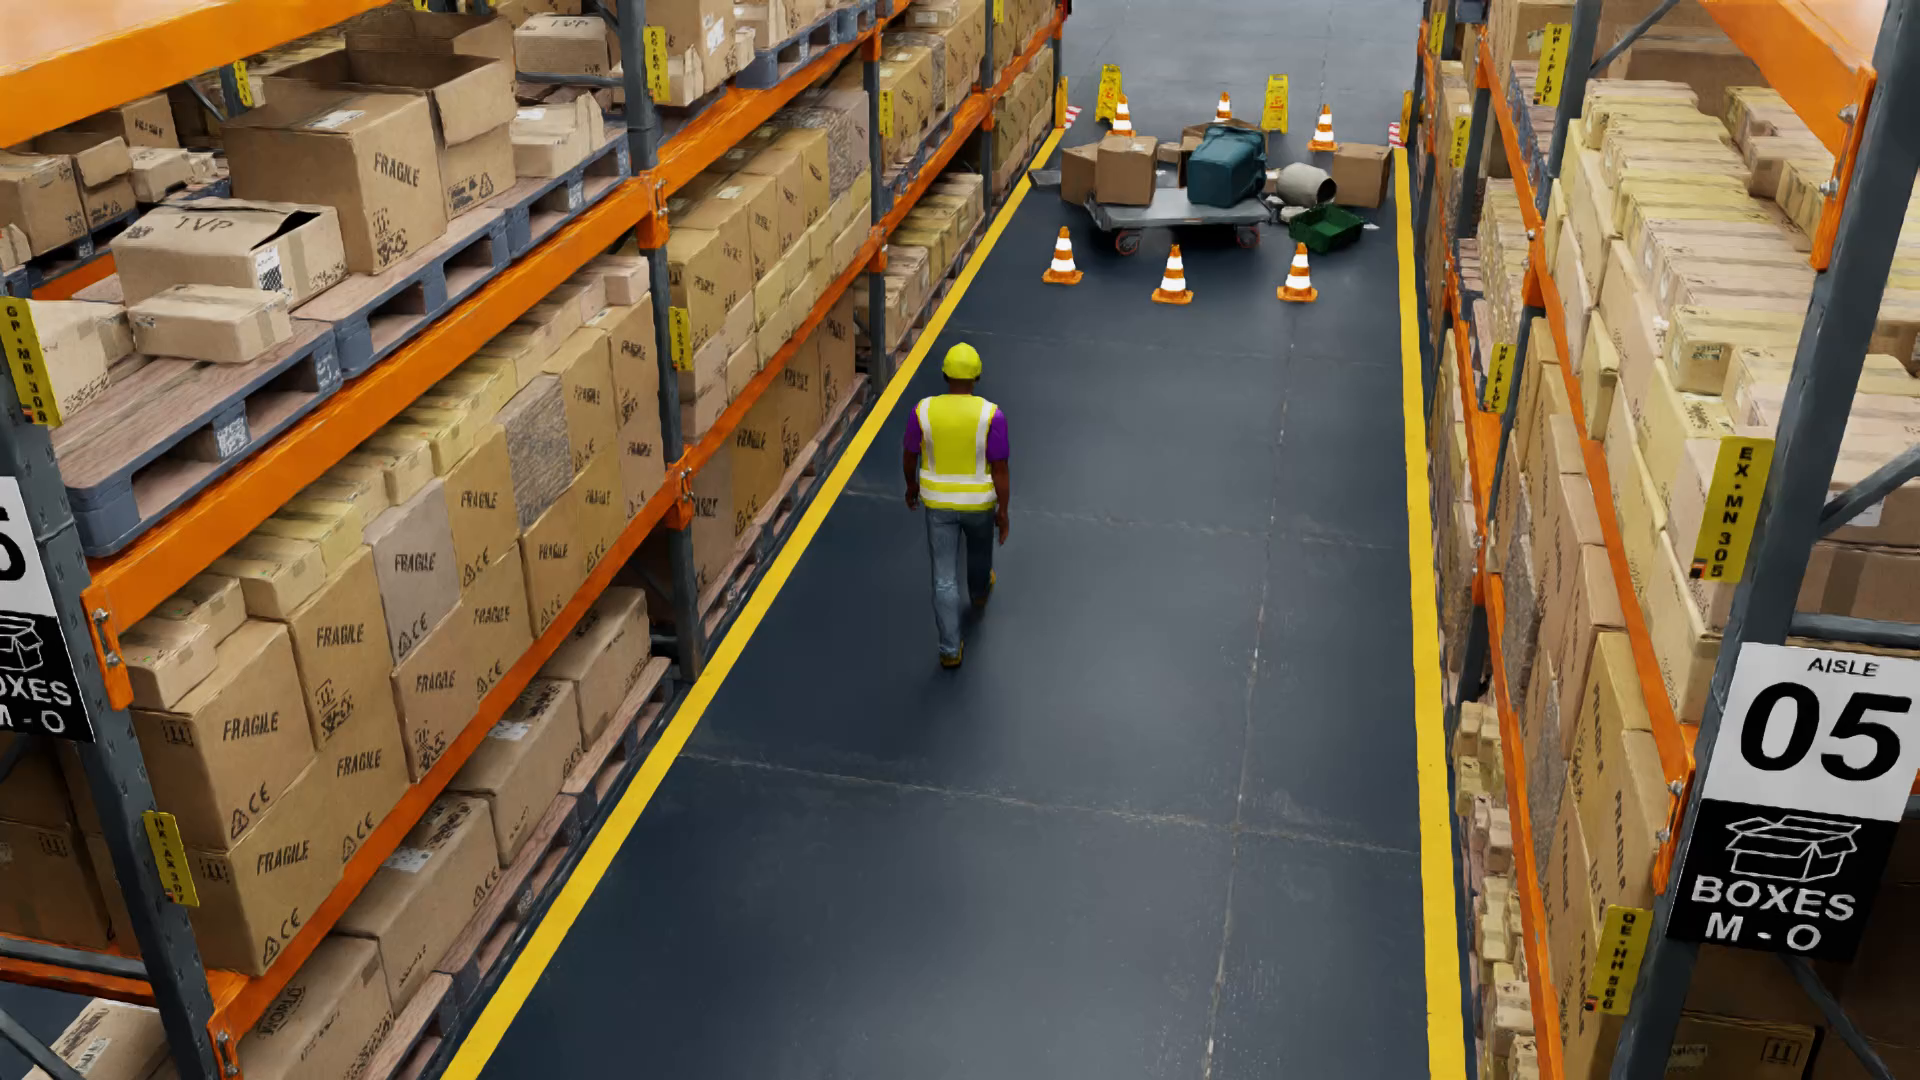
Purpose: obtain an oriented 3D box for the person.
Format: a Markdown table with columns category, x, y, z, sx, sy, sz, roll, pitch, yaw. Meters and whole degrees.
| category | x | y | z | sx | sy | sz | roll | pitch | yaw |
| --- | --- | --- | --- | --- | --- | --- | --- | --- | --- |
| person | -0.018 | -0.277 | 9.110 | 0.592 | 1.711 | 0.982 | 1 | 29 | 3 |
